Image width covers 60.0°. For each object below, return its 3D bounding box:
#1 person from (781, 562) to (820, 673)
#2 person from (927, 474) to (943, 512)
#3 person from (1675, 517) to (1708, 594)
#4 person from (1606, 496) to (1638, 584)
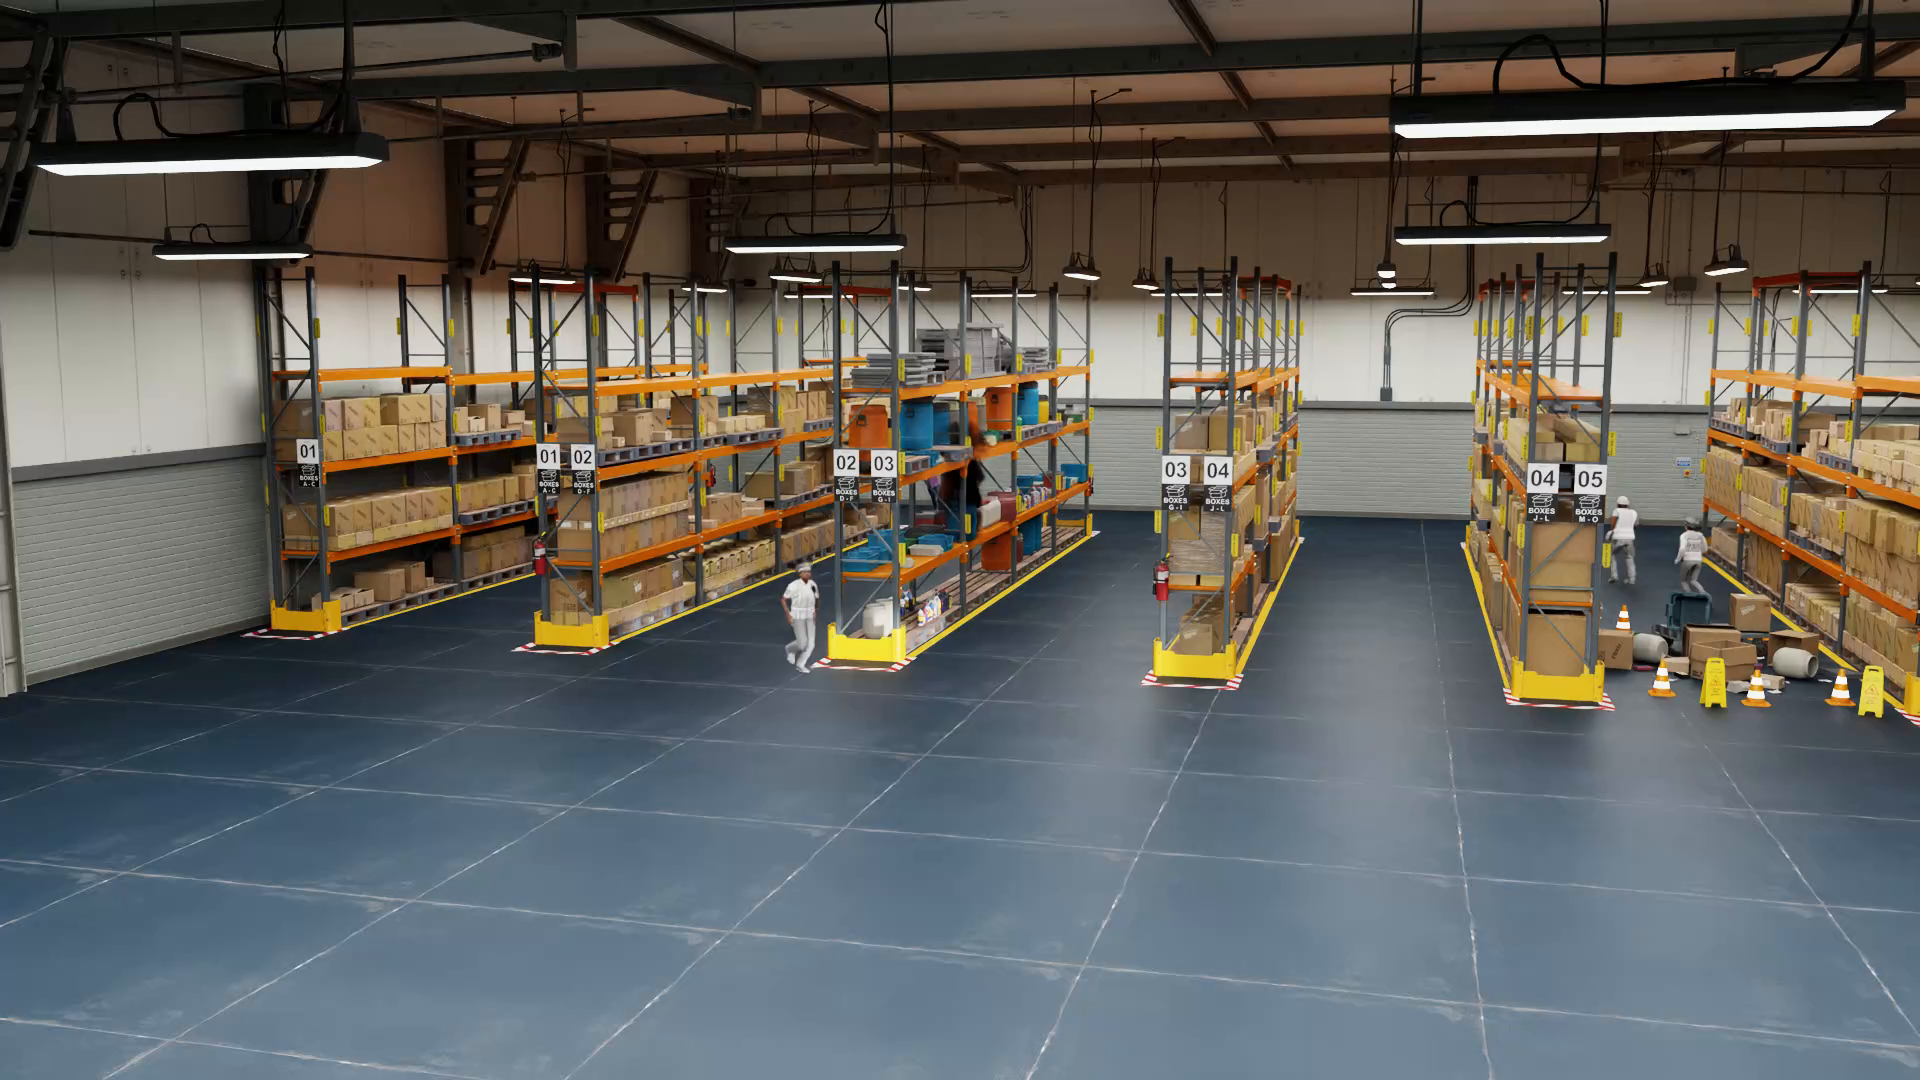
[{"bbox_3d":[-2.293,1.125,24.260,0.574,1.635,0.542,-5,9,-34],"label":"person"},{"bbox_3d":[-0.737,-1.430,44.580,0.598,1.600,0.682,-1,7,-9],"label":"person"},{"bbox_3d":[13.186,0.420,29.885,0.608,1.640,0.717,-1,7,-6],"label":"person"},{"bbox_3d":[12.979,0.019,32.597,0.700,1.739,0.990,0,7,2],"label":"person"}]
